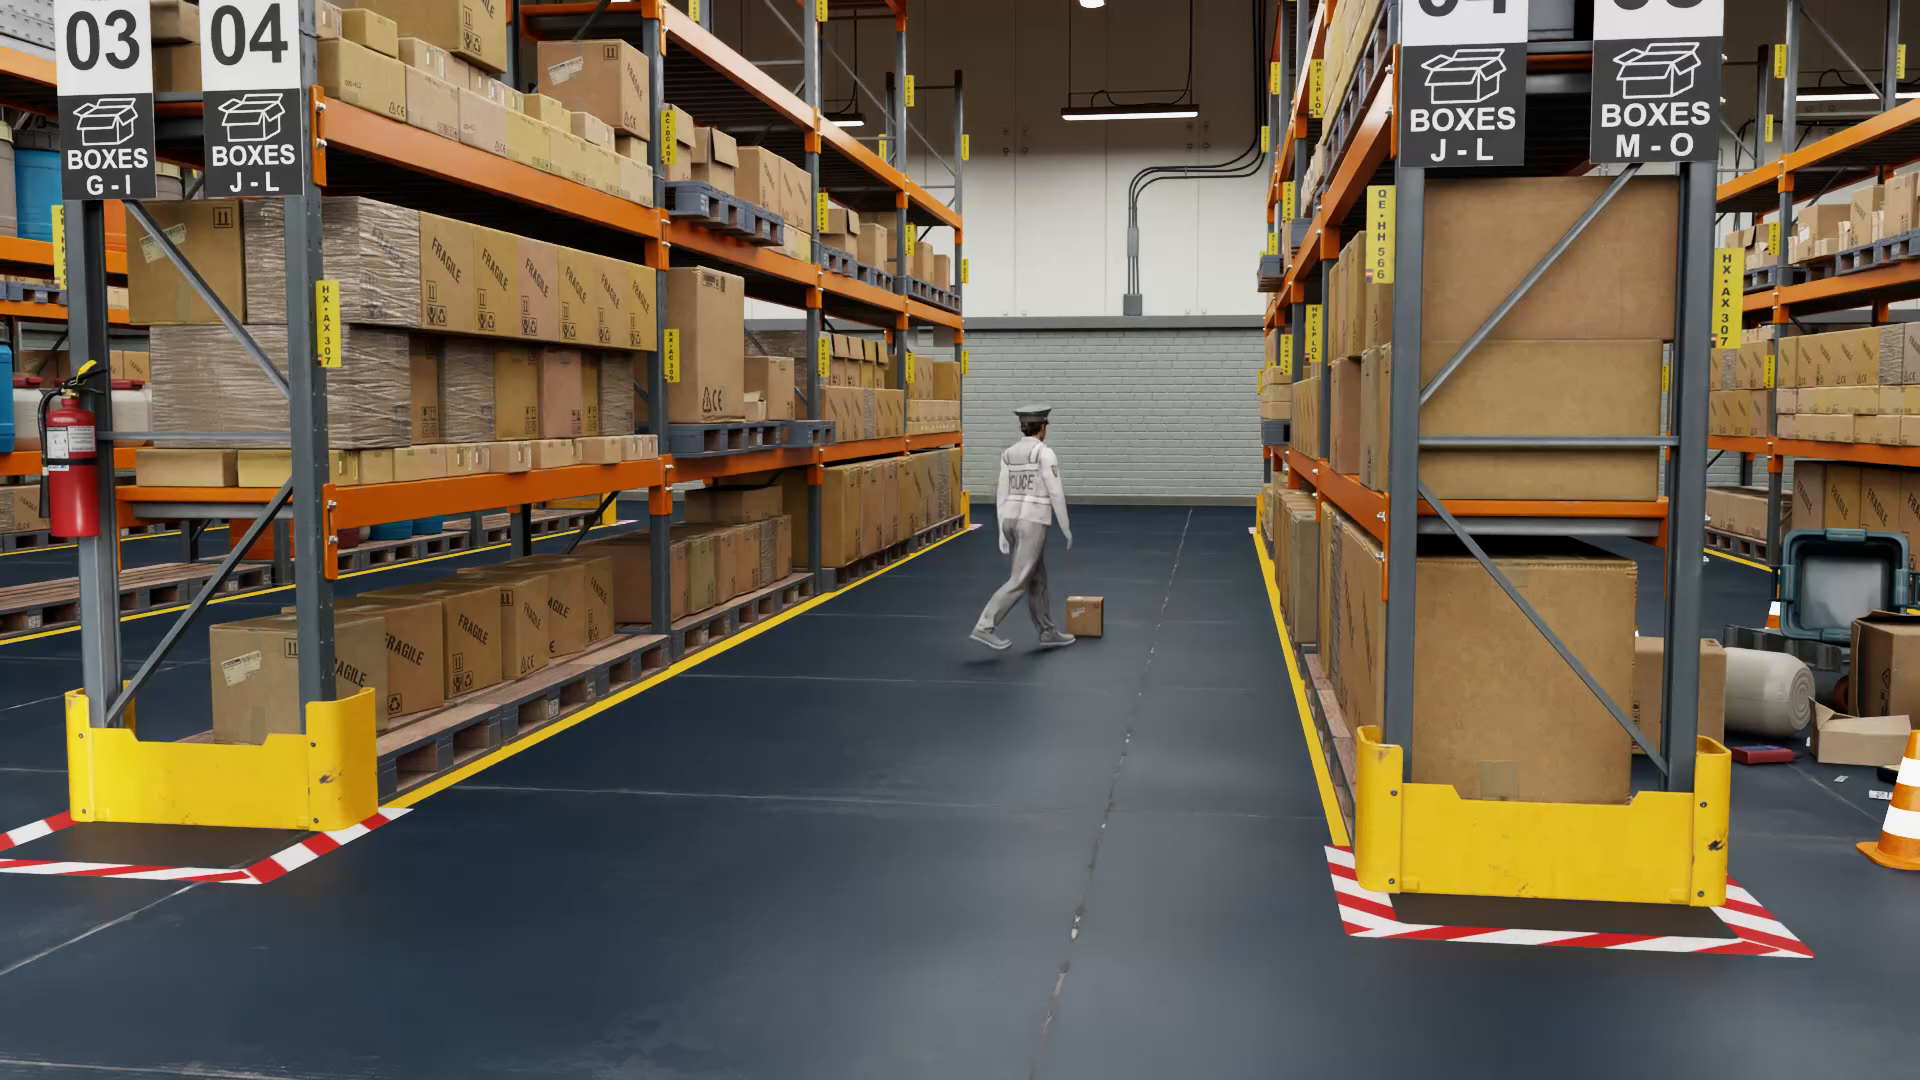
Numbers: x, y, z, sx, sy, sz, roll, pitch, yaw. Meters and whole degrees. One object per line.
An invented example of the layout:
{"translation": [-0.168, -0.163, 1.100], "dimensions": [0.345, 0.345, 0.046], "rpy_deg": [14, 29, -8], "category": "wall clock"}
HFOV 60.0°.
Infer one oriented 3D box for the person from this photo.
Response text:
{"translation": [0.433, -0.077, 10.894], "dimensions": [0.970, 1.620, 0.471], "rpy_deg": [-3, 6, -34], "category": "person"}
